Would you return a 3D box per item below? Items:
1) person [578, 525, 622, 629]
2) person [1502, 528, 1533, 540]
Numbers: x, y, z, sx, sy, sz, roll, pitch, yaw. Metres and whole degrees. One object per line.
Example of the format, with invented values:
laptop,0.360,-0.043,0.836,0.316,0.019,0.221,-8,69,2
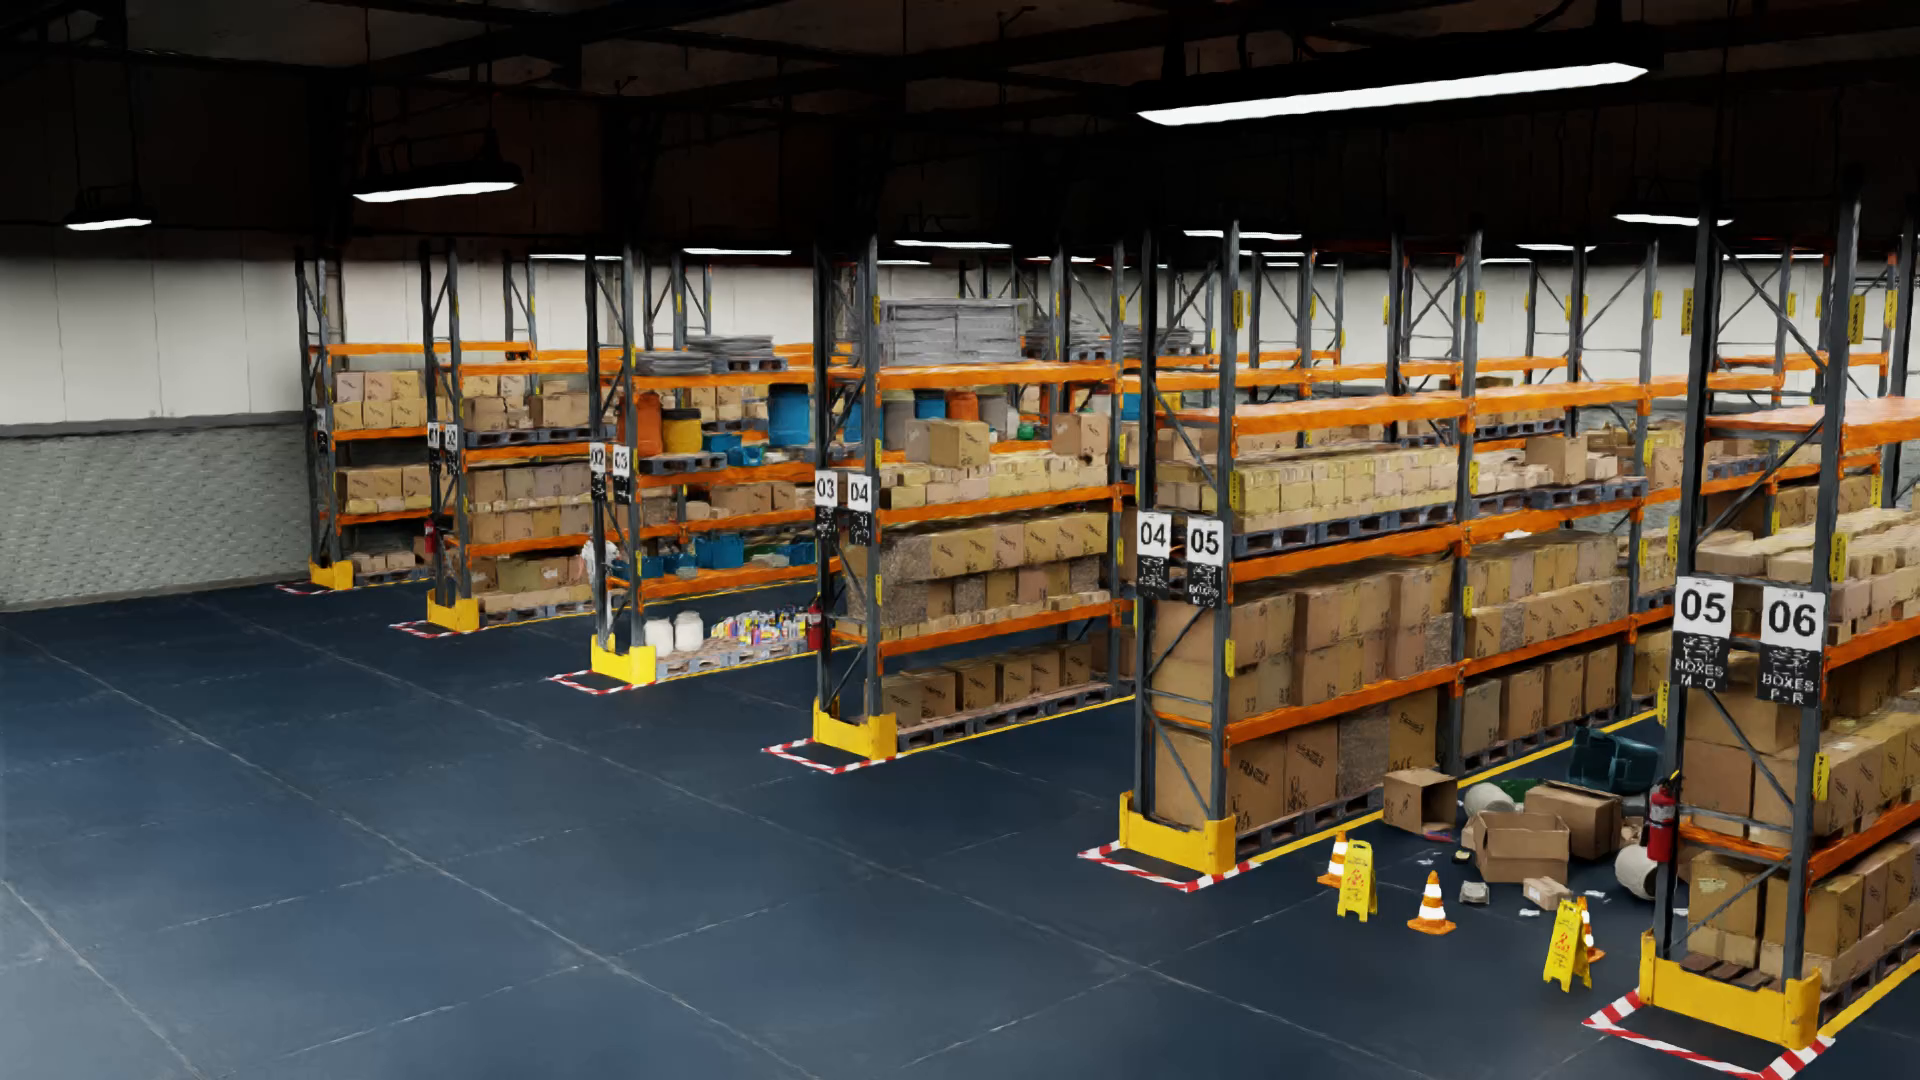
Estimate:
person,-5.489,0.588,25.523,0.691,1.695,0.793,4,9,26
person,8.692,0.471,25.961,0.665,1.778,0.583,-2,9,-11
